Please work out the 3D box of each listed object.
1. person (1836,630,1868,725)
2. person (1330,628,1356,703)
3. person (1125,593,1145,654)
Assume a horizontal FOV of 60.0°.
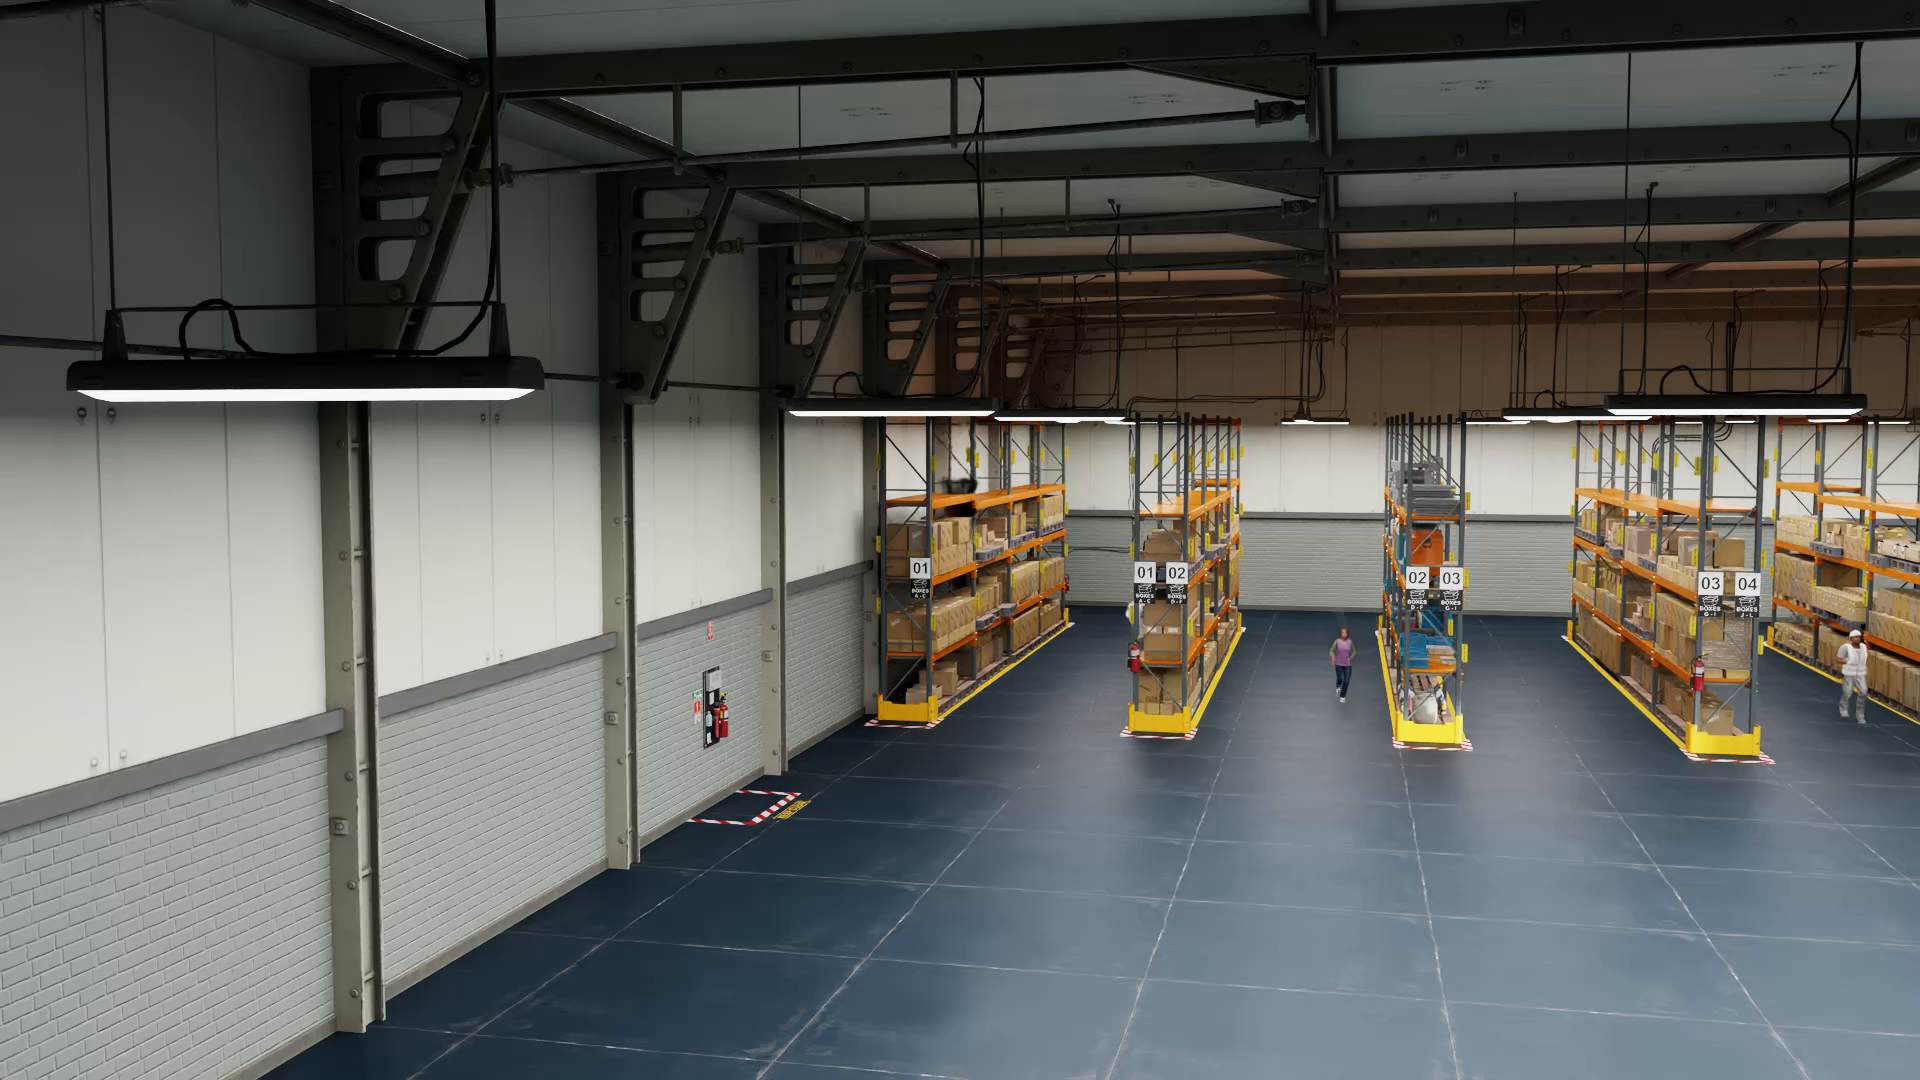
[{"bbox_3d":[17.341,2.656,32.296,0.658,1.838,0.790,0,4,7],"label":"person"},{"bbox_3d":[7.968,2.610,34.562,0.530,1.557,0.535,0,4,6],"label":"person"},{"bbox_3d":[4.360,2.108,40.897,0.562,1.719,0.857,1,4,14],"label":"person"}]
